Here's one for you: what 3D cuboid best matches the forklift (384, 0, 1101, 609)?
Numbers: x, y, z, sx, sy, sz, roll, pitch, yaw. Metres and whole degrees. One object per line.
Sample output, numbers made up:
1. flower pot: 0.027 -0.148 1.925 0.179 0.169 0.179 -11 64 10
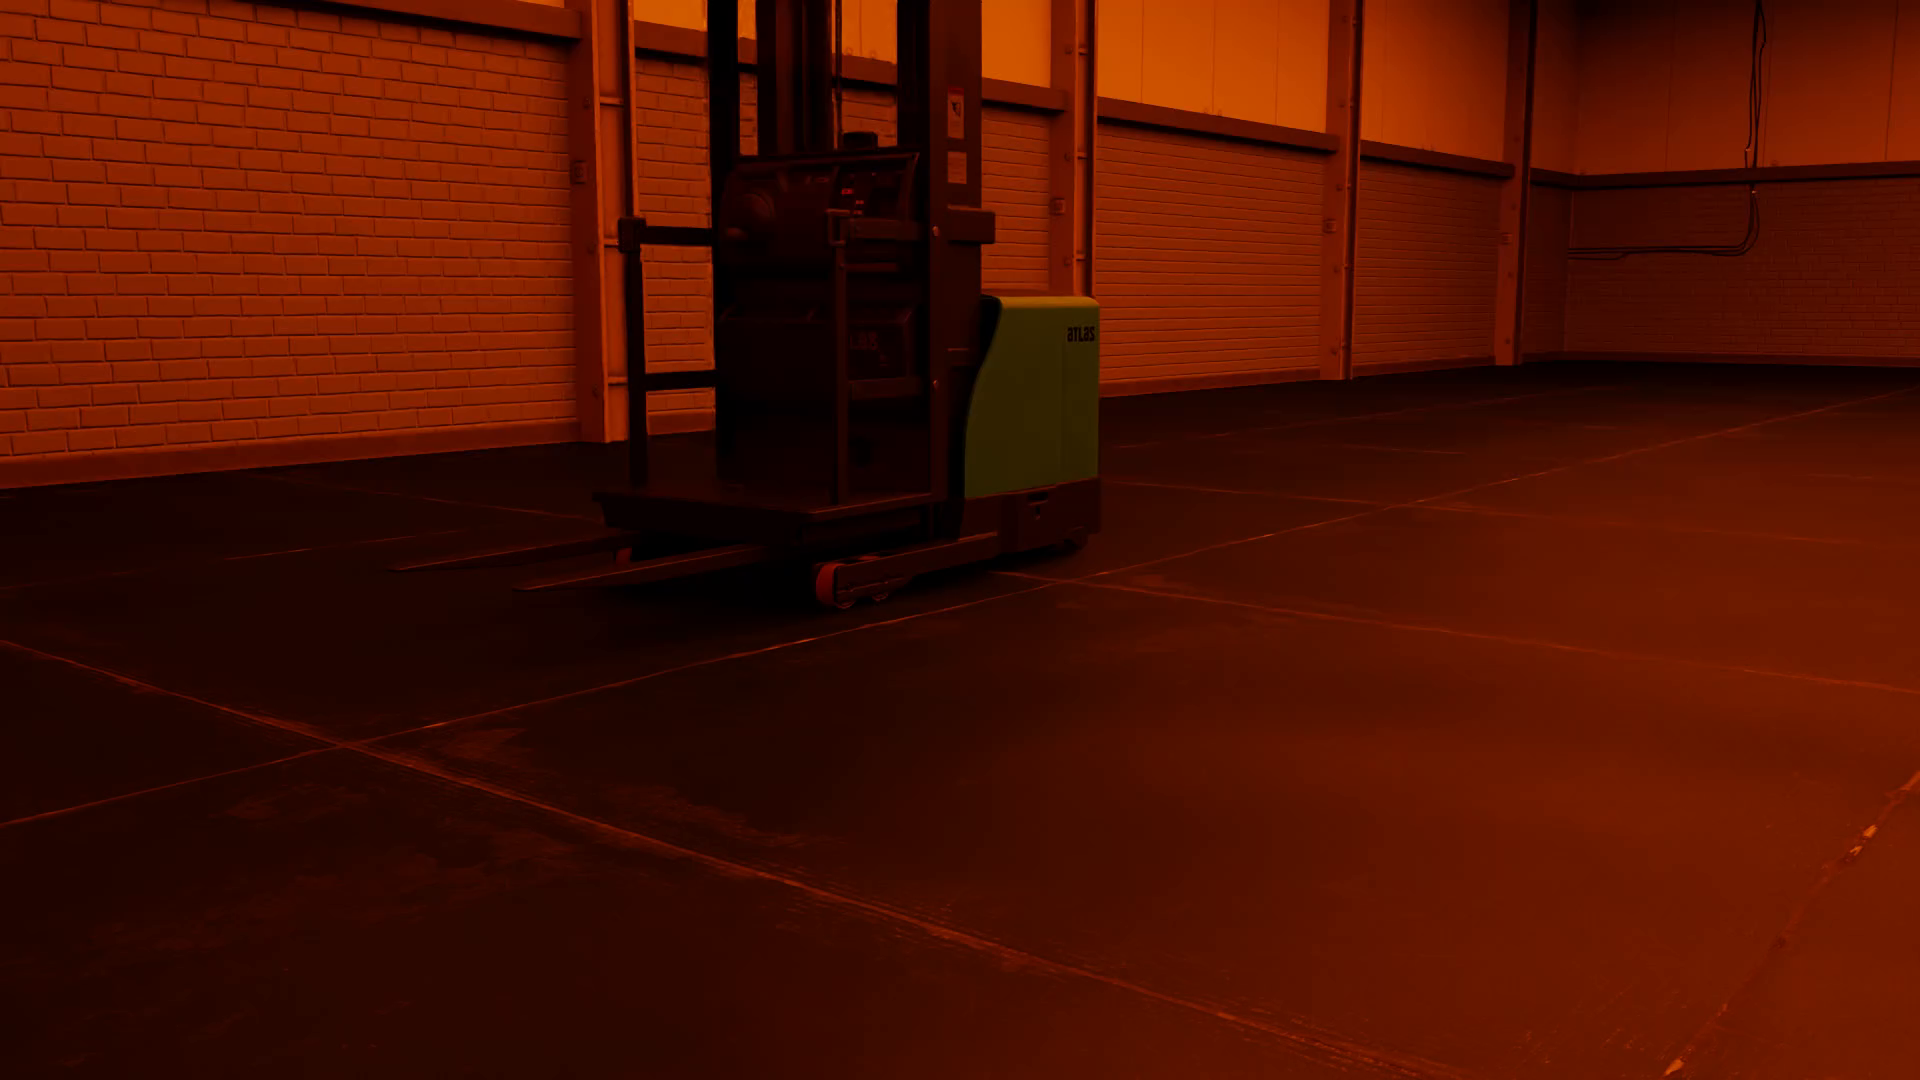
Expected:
1. forklift: -0.662 -1.288 6.087 1.130 2.935 3.031 6 10 35
